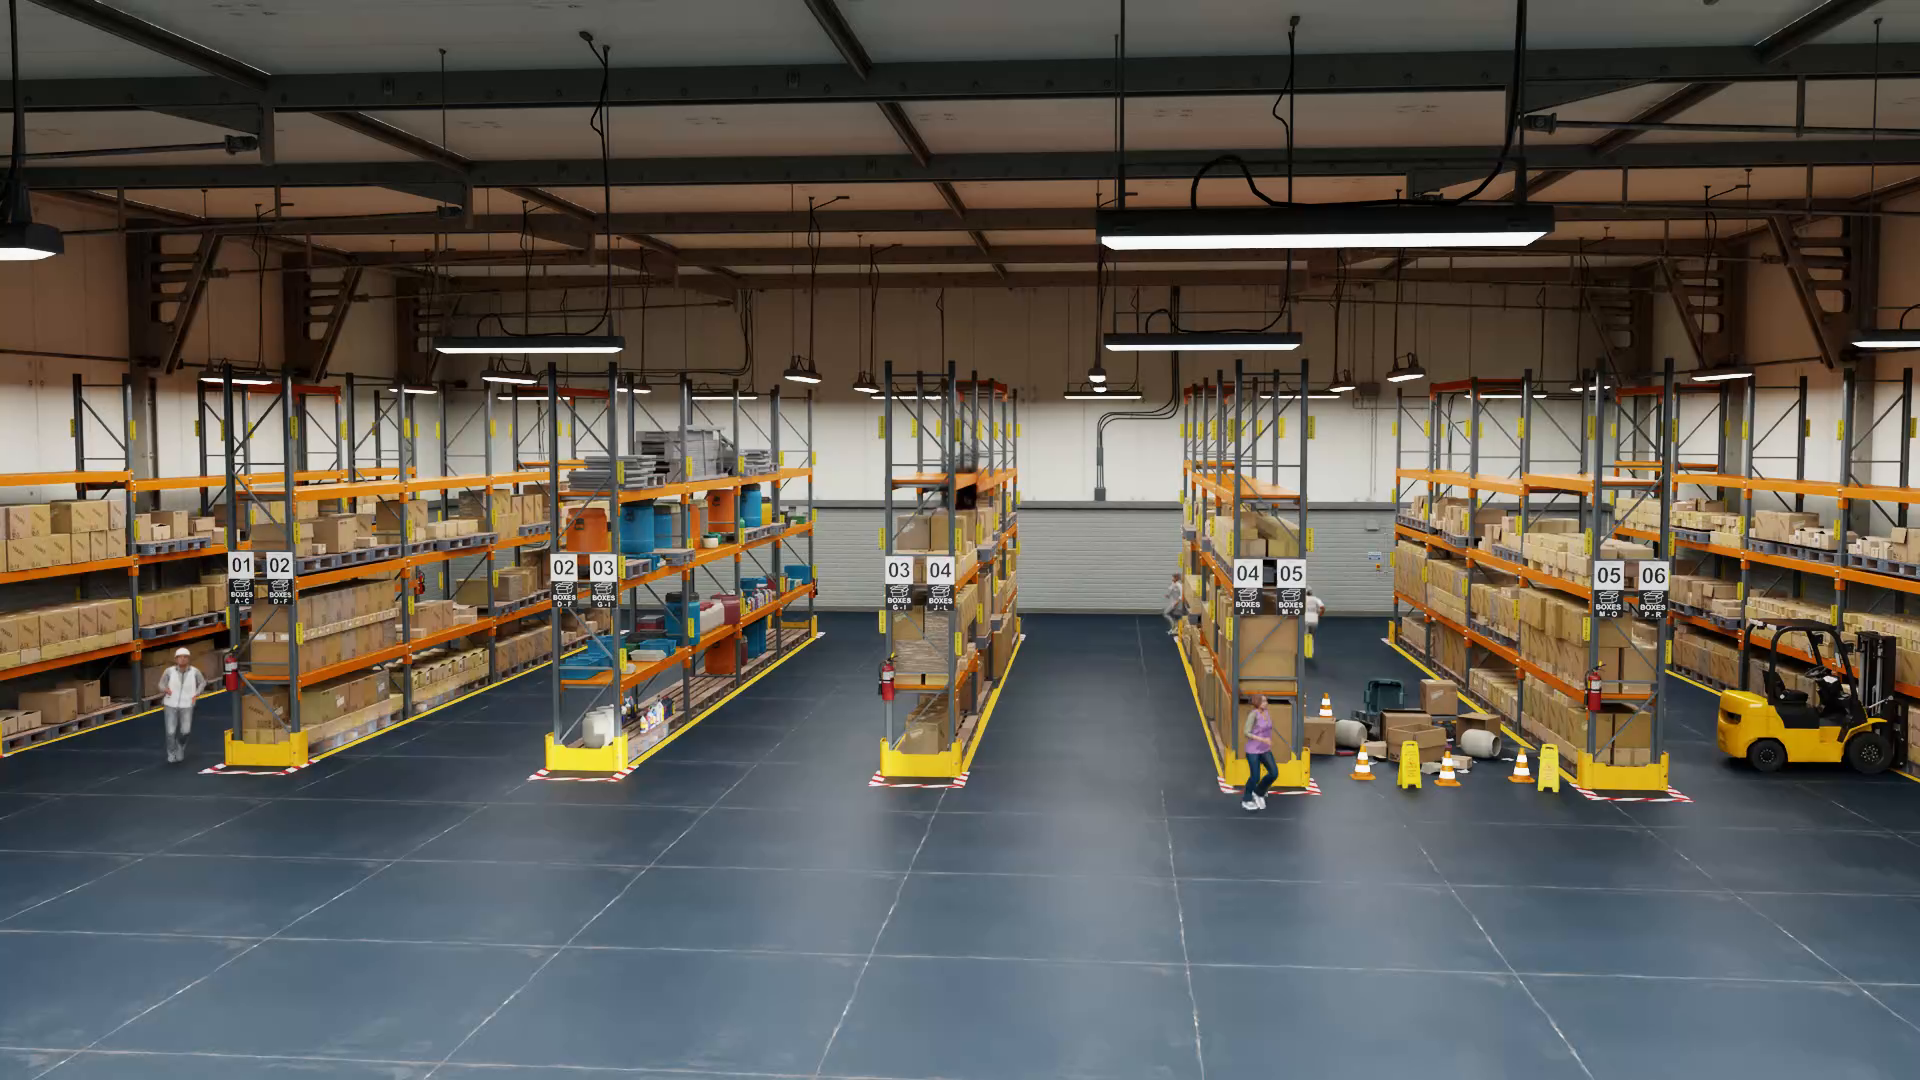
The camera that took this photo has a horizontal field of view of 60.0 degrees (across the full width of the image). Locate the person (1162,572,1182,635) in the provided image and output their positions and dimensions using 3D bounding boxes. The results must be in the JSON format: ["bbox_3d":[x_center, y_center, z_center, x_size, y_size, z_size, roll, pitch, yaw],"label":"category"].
[{"bbox_3d":[5.222,1.561,40.732,0.517,1.554,0.556,0,4,6],"label":"person"}]

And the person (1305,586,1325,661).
[{"bbox_3d":[7.516,1.821,35.832,0.607,1.677,0.919,0,4,-5],"label":"person"}]

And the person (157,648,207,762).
[{"bbox_3d":[-11.709,2.490,25.025,0.670,1.733,0.631,-1,4,-22],"label":"person"}]

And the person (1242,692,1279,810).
[{"bbox_3d":[3.931,2.777,21.771,0.541,1.570,0.611,-3,5,-37],"label":"person"}]
